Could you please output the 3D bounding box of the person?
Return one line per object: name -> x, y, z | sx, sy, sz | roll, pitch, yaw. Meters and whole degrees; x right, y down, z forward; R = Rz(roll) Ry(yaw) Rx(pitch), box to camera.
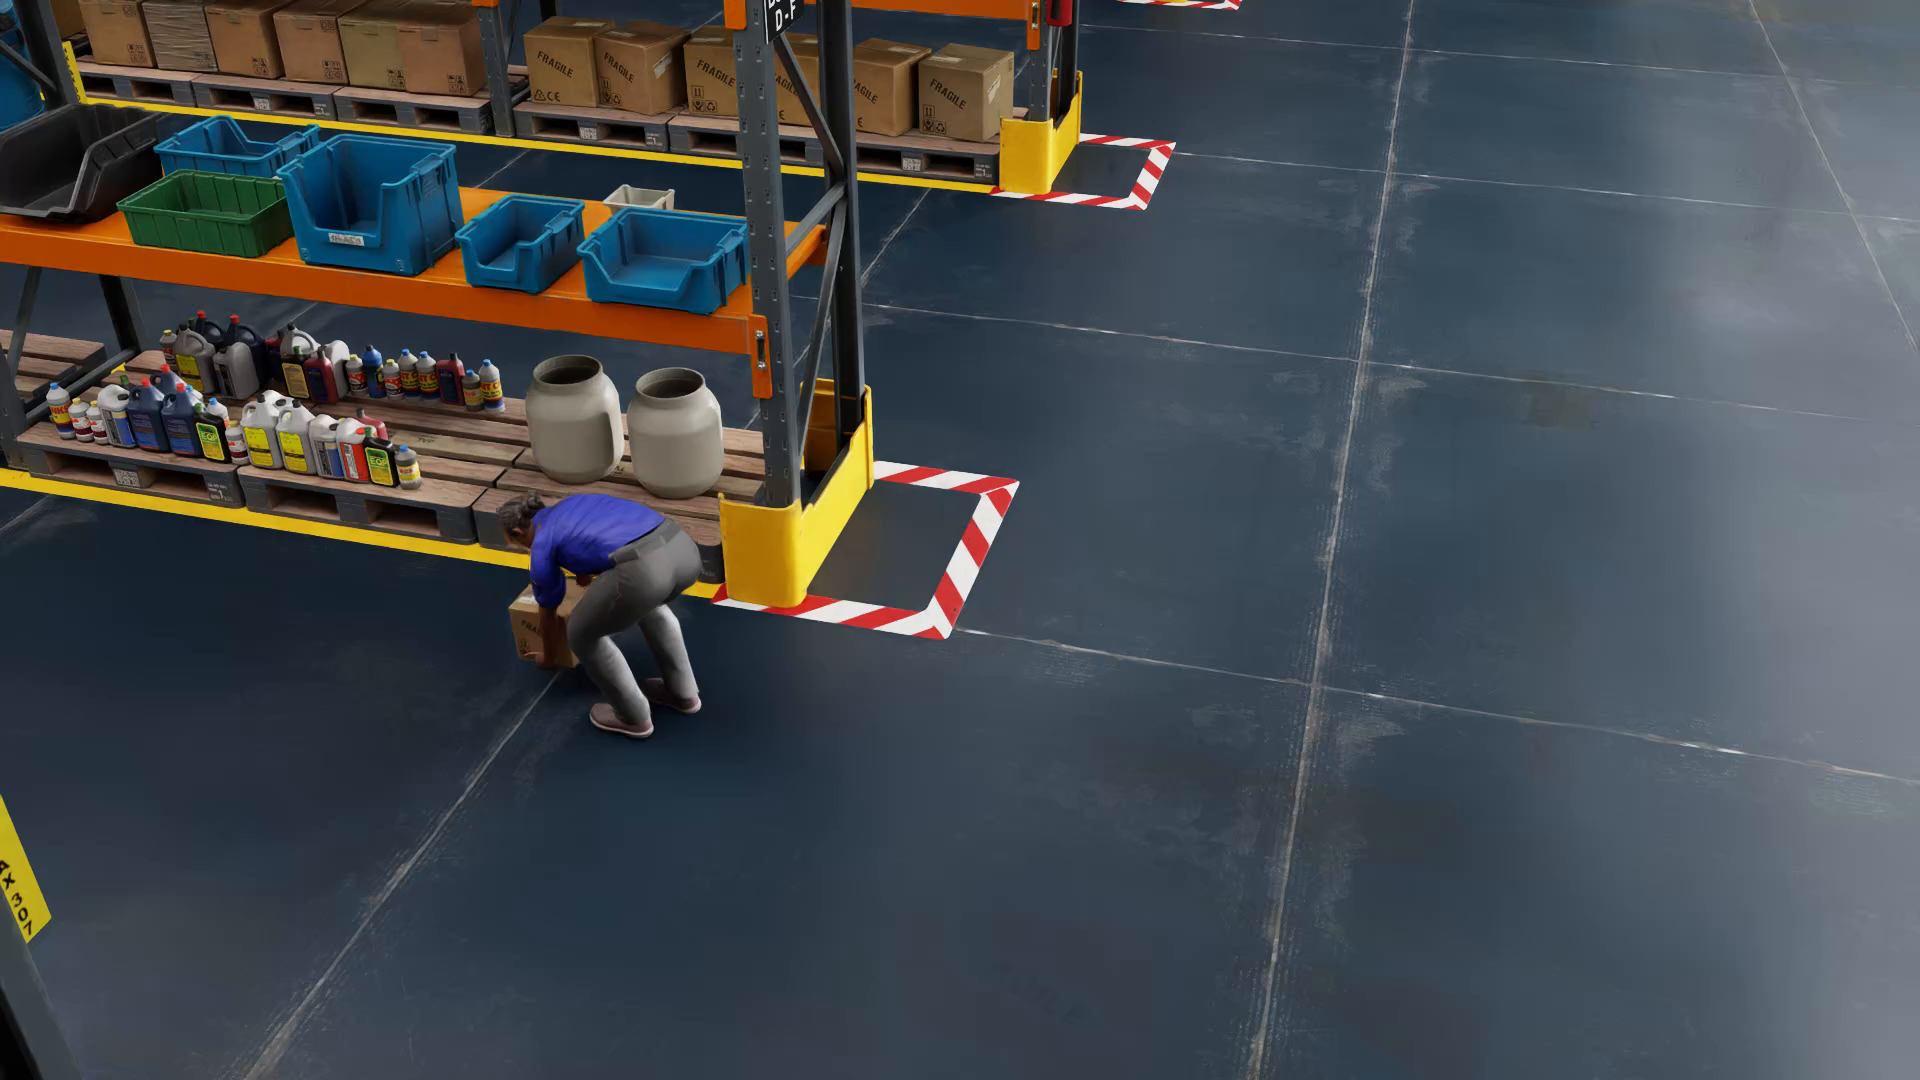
person -> -1.377, 0.253, 6.413 | 0.874, 0.943, 0.437 | 19, 37, 26
